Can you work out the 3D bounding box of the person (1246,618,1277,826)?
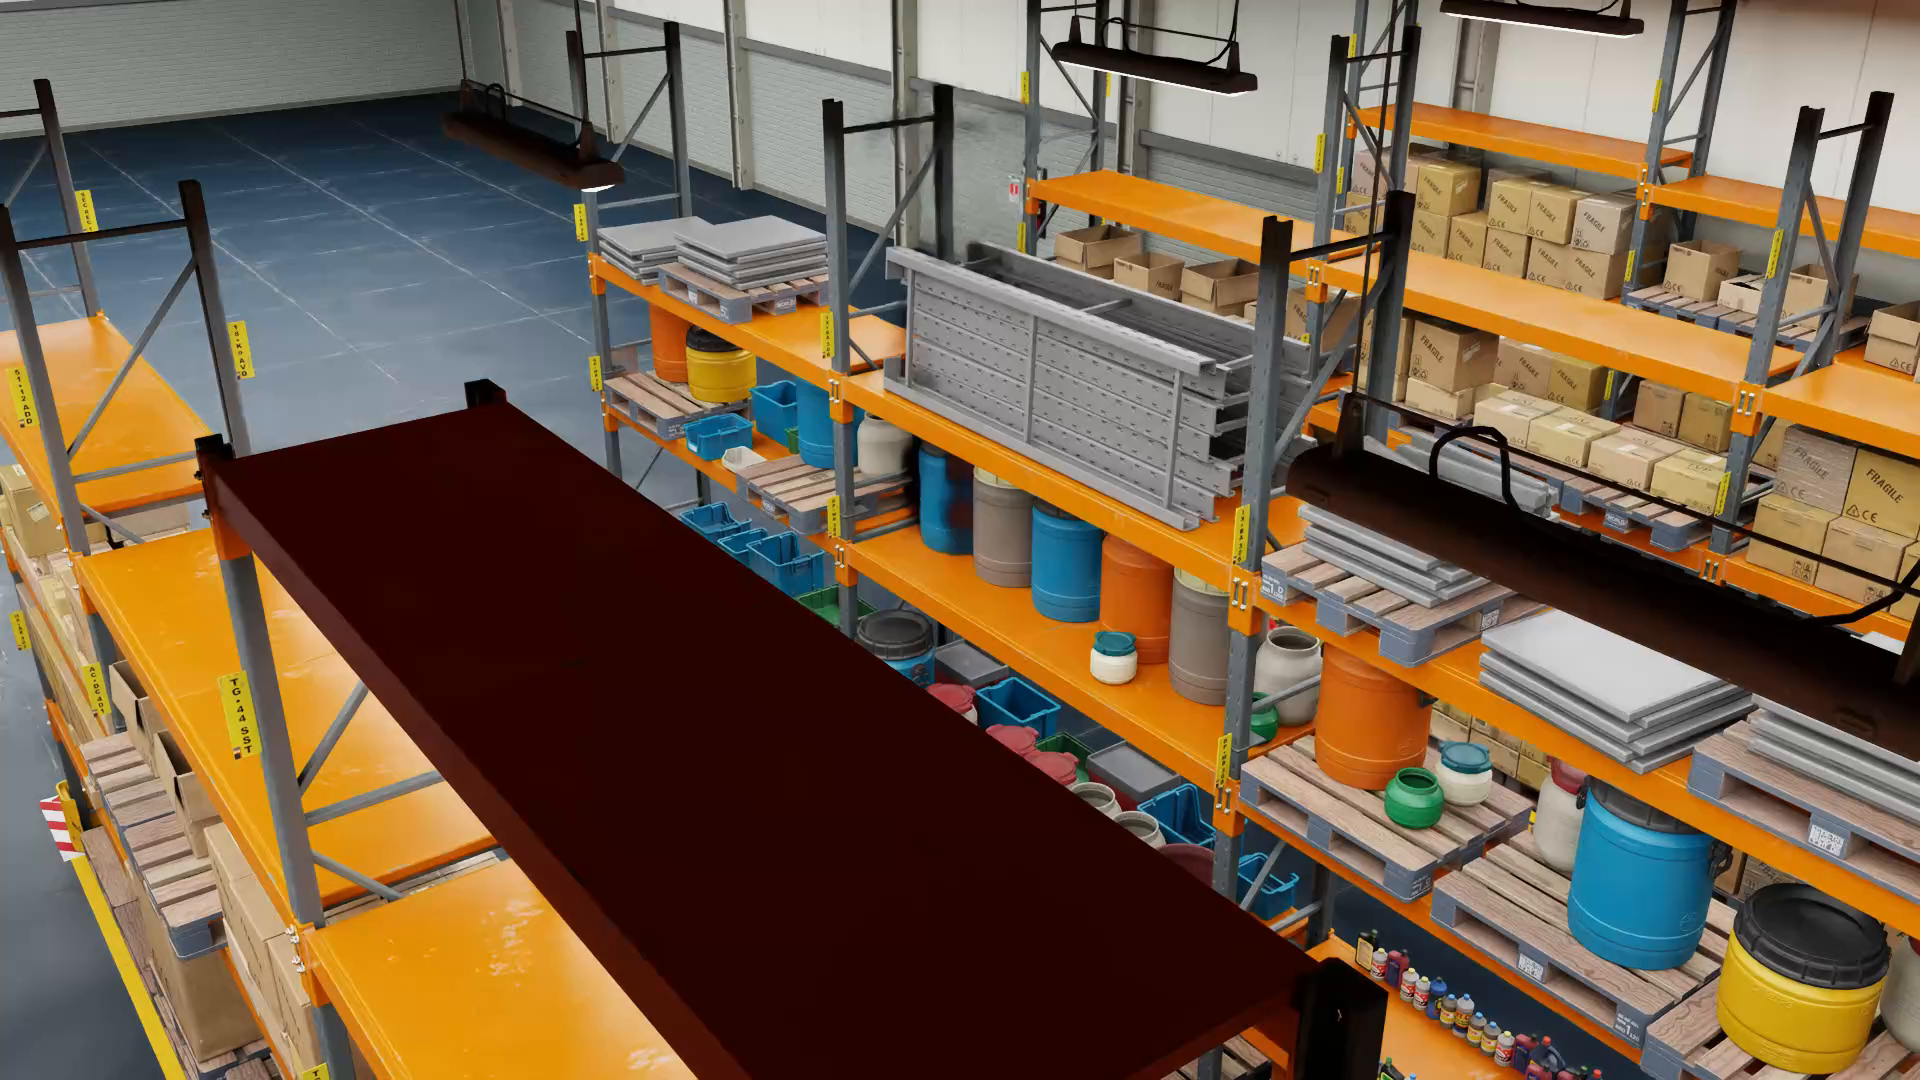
[{"bbox_3d":[2.315,1.414,13.134,0.650,1.880,0.745,-19,31,-35],"label":"person"}]
